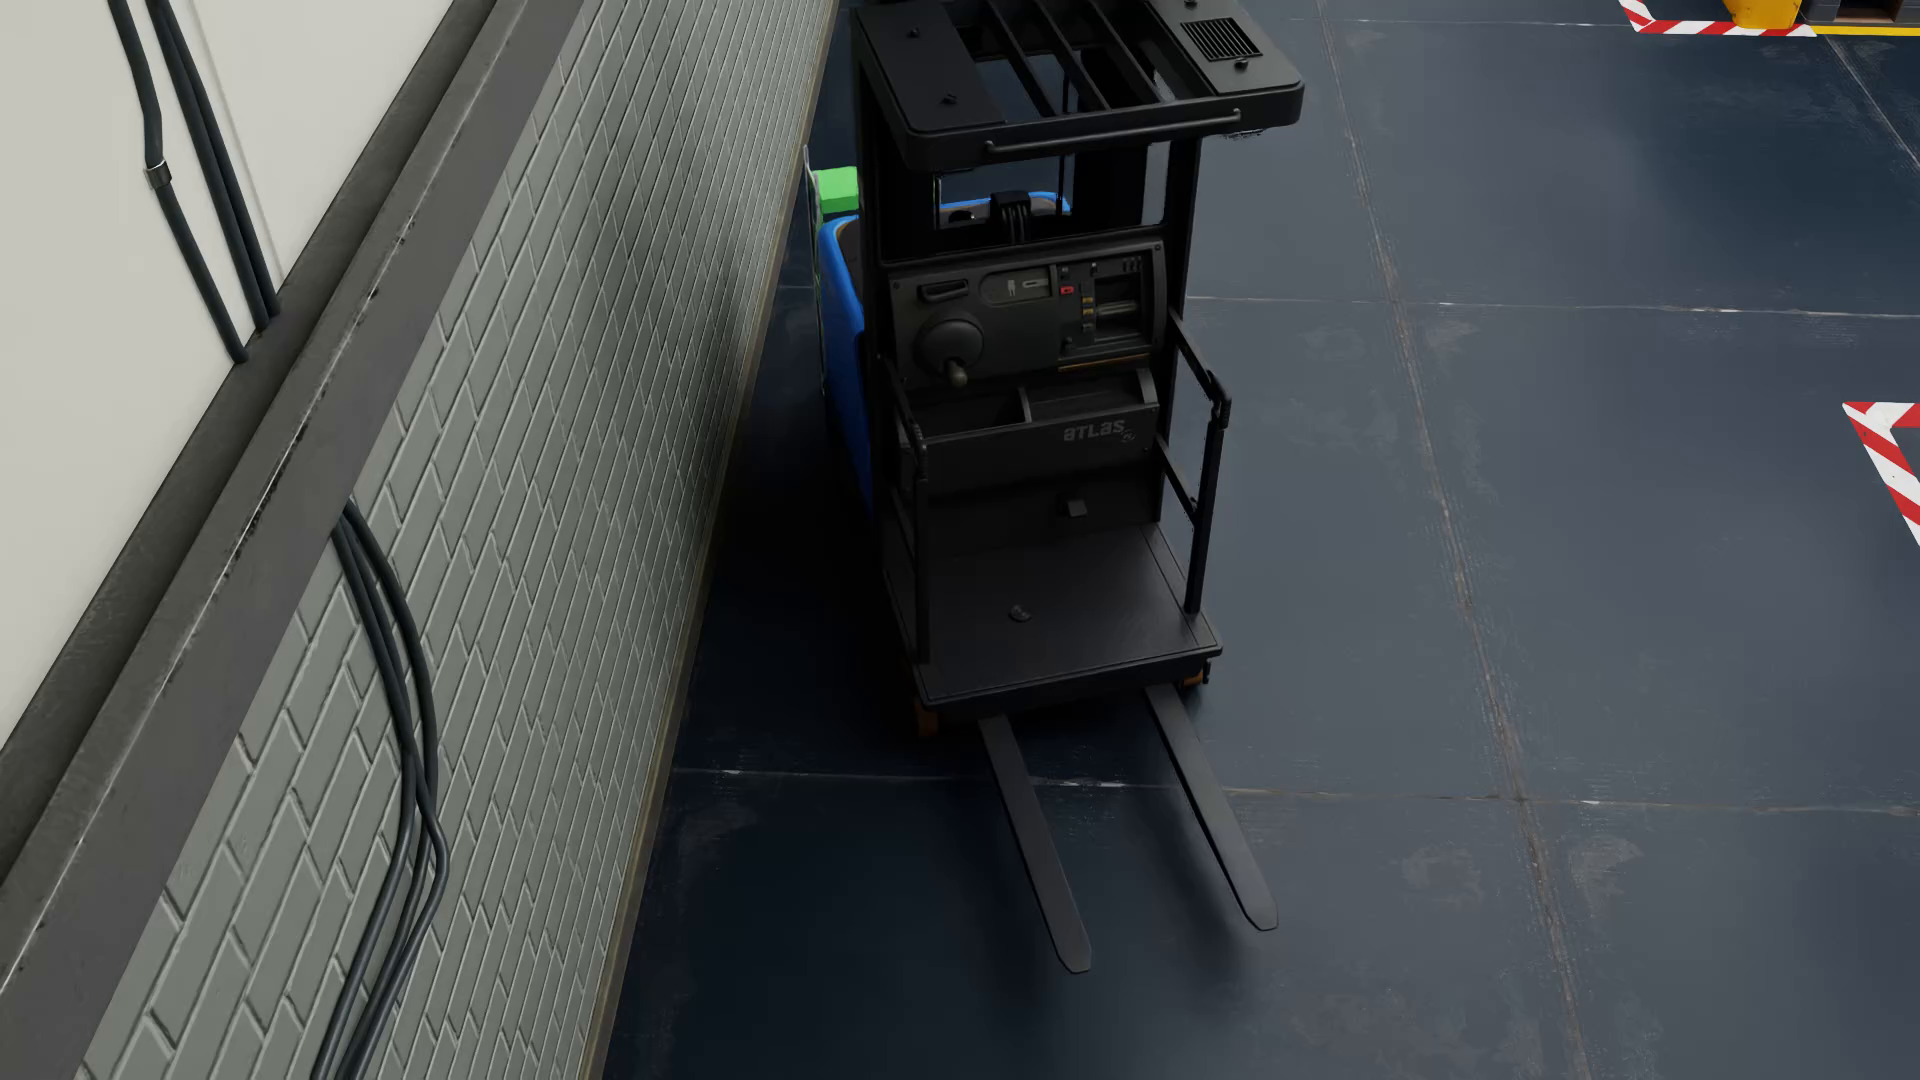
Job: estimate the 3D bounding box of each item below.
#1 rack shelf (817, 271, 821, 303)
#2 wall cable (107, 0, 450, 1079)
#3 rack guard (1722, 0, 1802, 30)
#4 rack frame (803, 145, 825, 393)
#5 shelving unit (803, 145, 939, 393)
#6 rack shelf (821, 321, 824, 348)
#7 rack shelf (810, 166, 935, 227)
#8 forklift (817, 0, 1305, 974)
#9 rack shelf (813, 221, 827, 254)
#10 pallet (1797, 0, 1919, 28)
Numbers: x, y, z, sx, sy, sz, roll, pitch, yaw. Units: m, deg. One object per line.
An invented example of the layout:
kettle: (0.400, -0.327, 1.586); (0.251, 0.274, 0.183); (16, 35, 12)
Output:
rack shelf: (-0.352, -1.053, 7.085); (0.480, 0.148, 0.258); (-10, 42, -11)
wall cable: (-1.144, 0.673, 1.703); (0.112, 2.526, 3.097); (2, 43, 2)
rack guard: (4.912, -3.674, 10.327); (0.348, 0.500, 1.175); (2, 43, 2)
rack frame: (-0.588, -1.059, 6.998); (0.015, 1.200, 0.240); (-10, 42, -11)
shelving unit: (-0.352, -1.101, 7.044); (0.503, 1.200, 0.258); (-10, 42, -11)
rack shelf: (-0.349, -0.871, 7.242); (0.480, 0.148, 0.258); (-10, 42, -11)
rack shelf: (-0.357, -1.417, 6.773); (0.480, 0.148, 0.258); (-10, 42, -11)
forklift: (0.285, -0.656, 5.304); (1.130, 2.935, 3.031); (-10, 44, -10)
rack shelf: (-0.354, -1.235, 6.929); (0.480, 0.148, 0.258); (-10, 42, -11)
pallet: (5.758, -3.525, 10.379); (1.213, 0.211, 1.003); (2, 43, 2)
